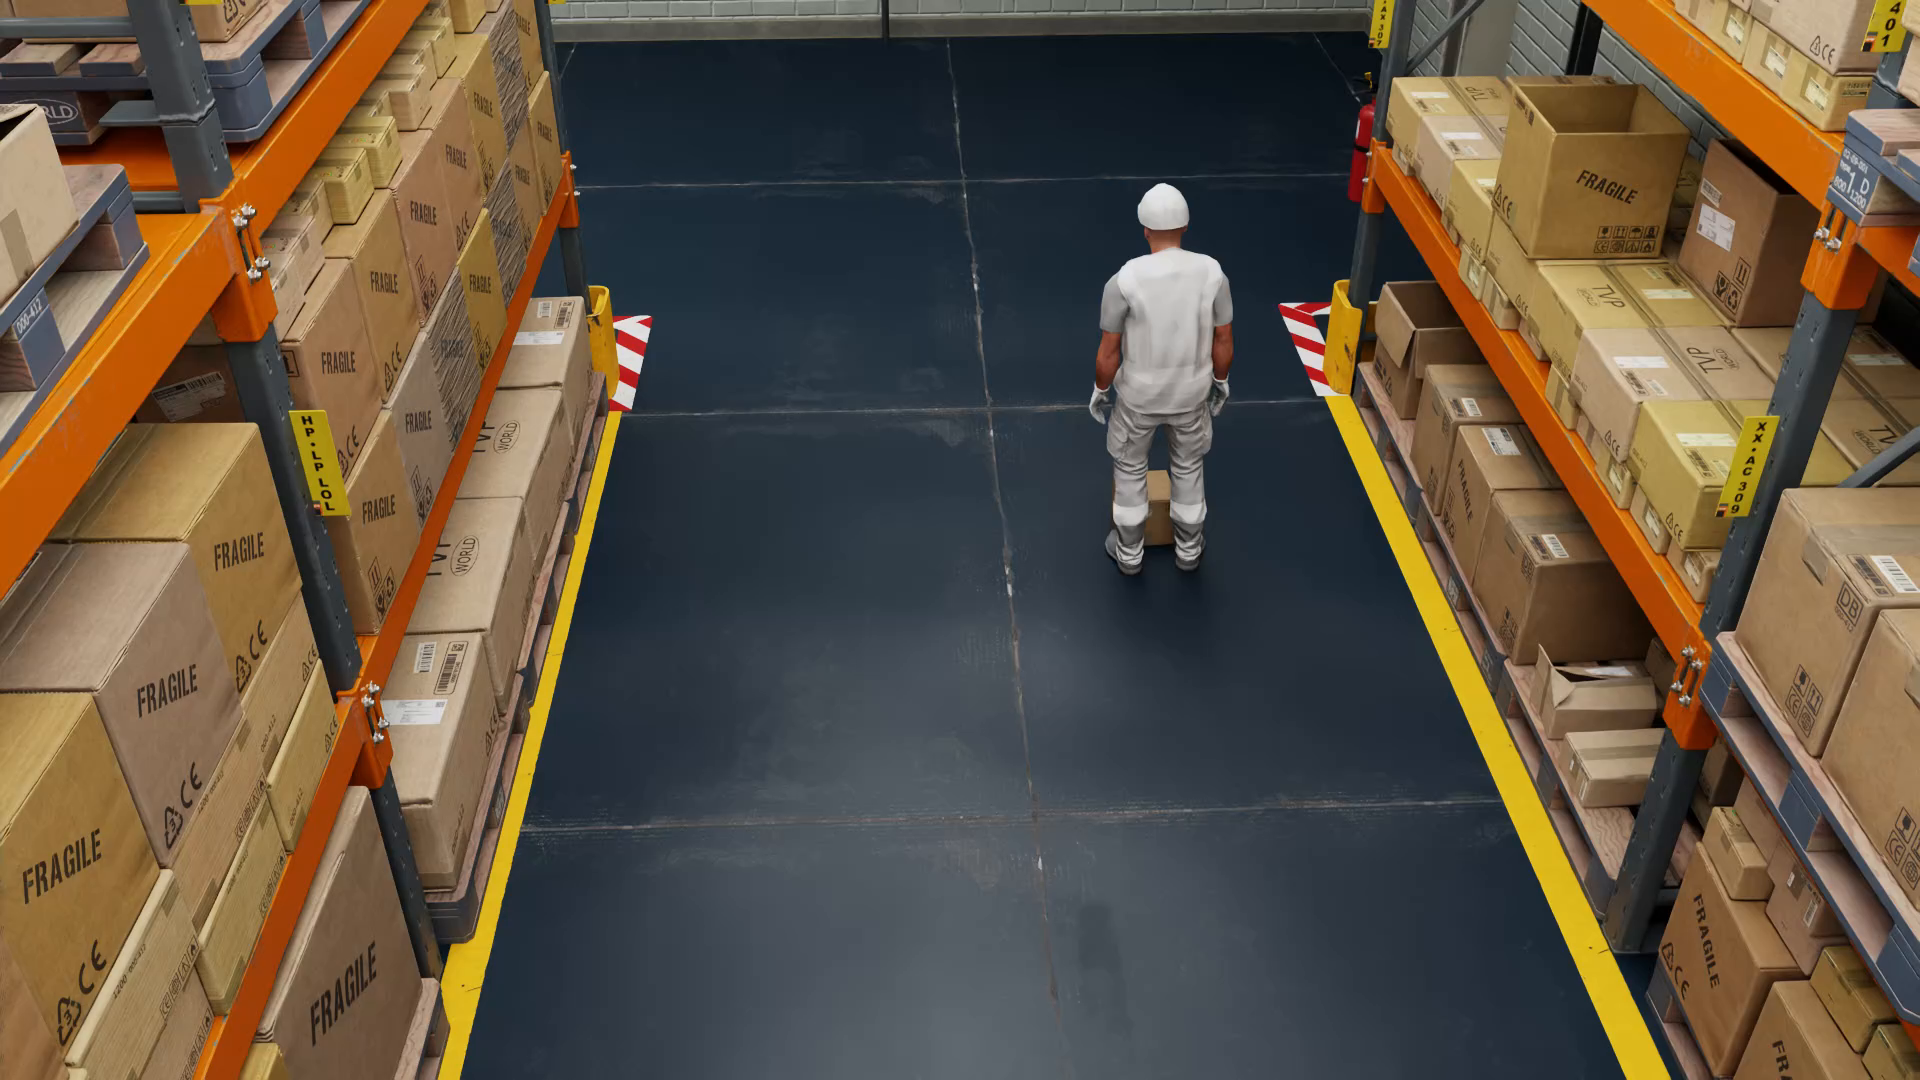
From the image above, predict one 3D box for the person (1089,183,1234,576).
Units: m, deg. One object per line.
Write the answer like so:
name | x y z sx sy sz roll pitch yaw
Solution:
person | 0.850 -0.641 7.051 0.610 1.777 0.451 -3 35 -5
